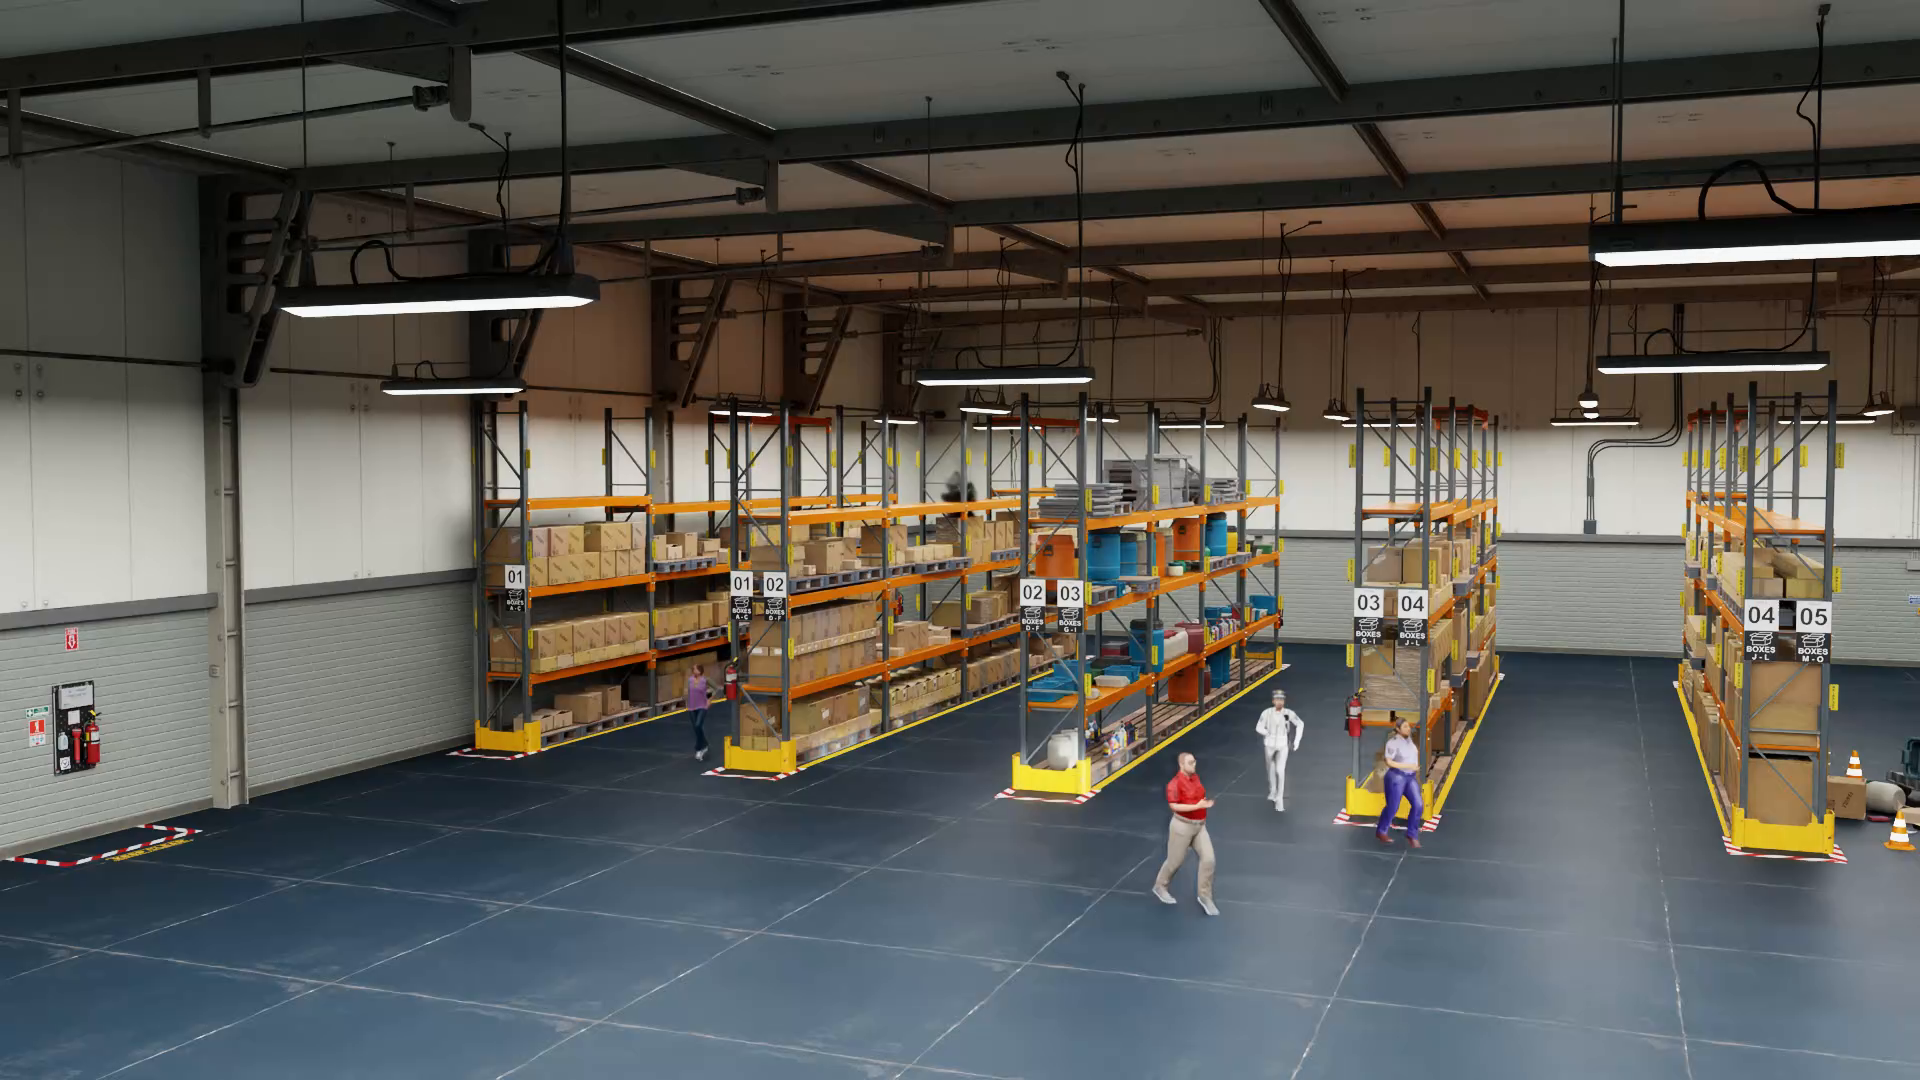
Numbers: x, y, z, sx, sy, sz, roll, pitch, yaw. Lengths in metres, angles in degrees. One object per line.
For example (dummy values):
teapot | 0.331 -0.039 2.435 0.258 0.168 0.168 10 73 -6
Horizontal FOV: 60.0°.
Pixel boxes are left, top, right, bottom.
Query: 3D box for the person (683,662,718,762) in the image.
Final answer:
person | -4.363 2.852 27.768 0.525 1.618 0.686 1 3 18

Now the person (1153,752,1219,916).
person | 2.508 3.245 18.432 0.639 1.793 0.808 -2 4 -40

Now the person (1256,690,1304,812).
person | 4.585 3.004 23.915 0.646 1.719 0.756 1 3 20

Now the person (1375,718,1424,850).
person | 5.687 3.148 21.459 0.604 1.714 0.664 -2 3 -33
